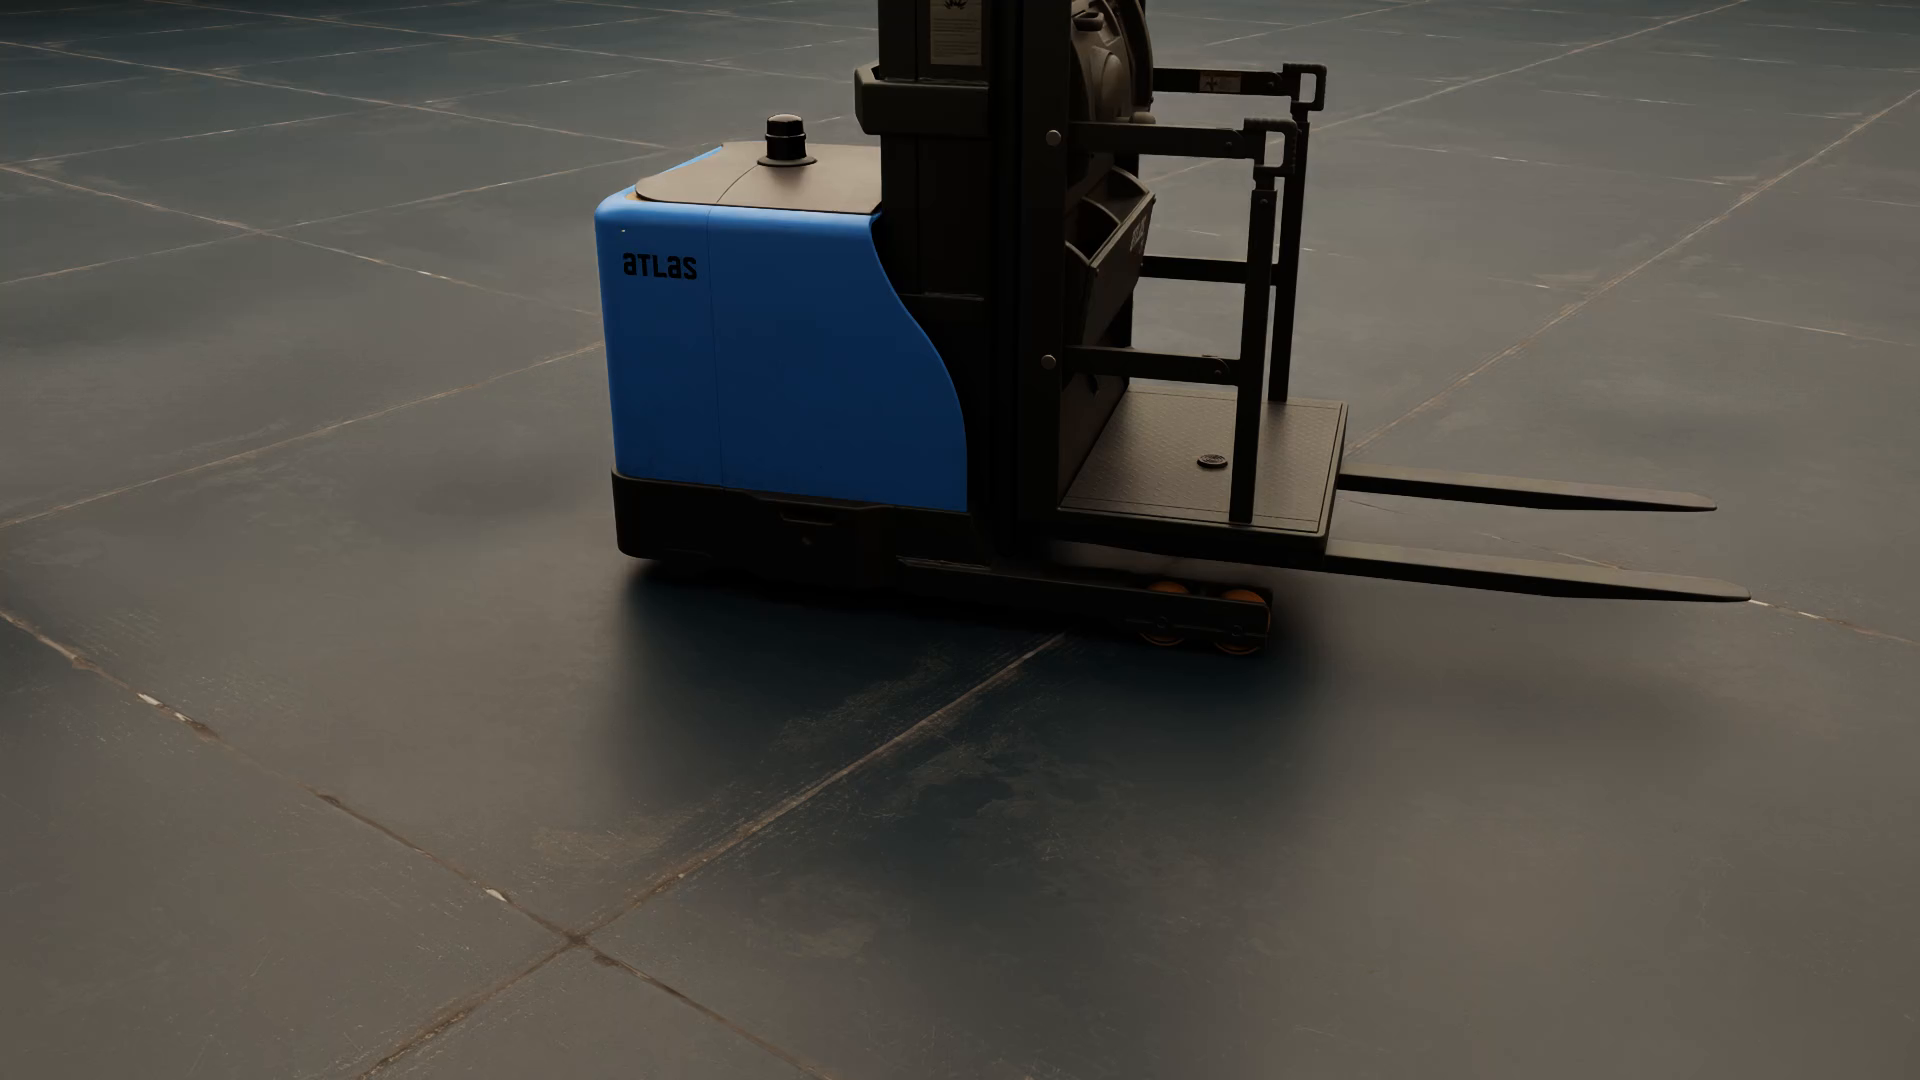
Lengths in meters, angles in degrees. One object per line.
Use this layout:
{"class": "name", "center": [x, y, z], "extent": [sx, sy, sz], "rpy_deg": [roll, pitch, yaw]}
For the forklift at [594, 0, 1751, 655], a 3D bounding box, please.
{"class": "forklift", "center": [0.587, -1.281, 4.284], "extent": [3.031, 2.935, 1.130], "rpy_deg": [6, 24, 14]}
